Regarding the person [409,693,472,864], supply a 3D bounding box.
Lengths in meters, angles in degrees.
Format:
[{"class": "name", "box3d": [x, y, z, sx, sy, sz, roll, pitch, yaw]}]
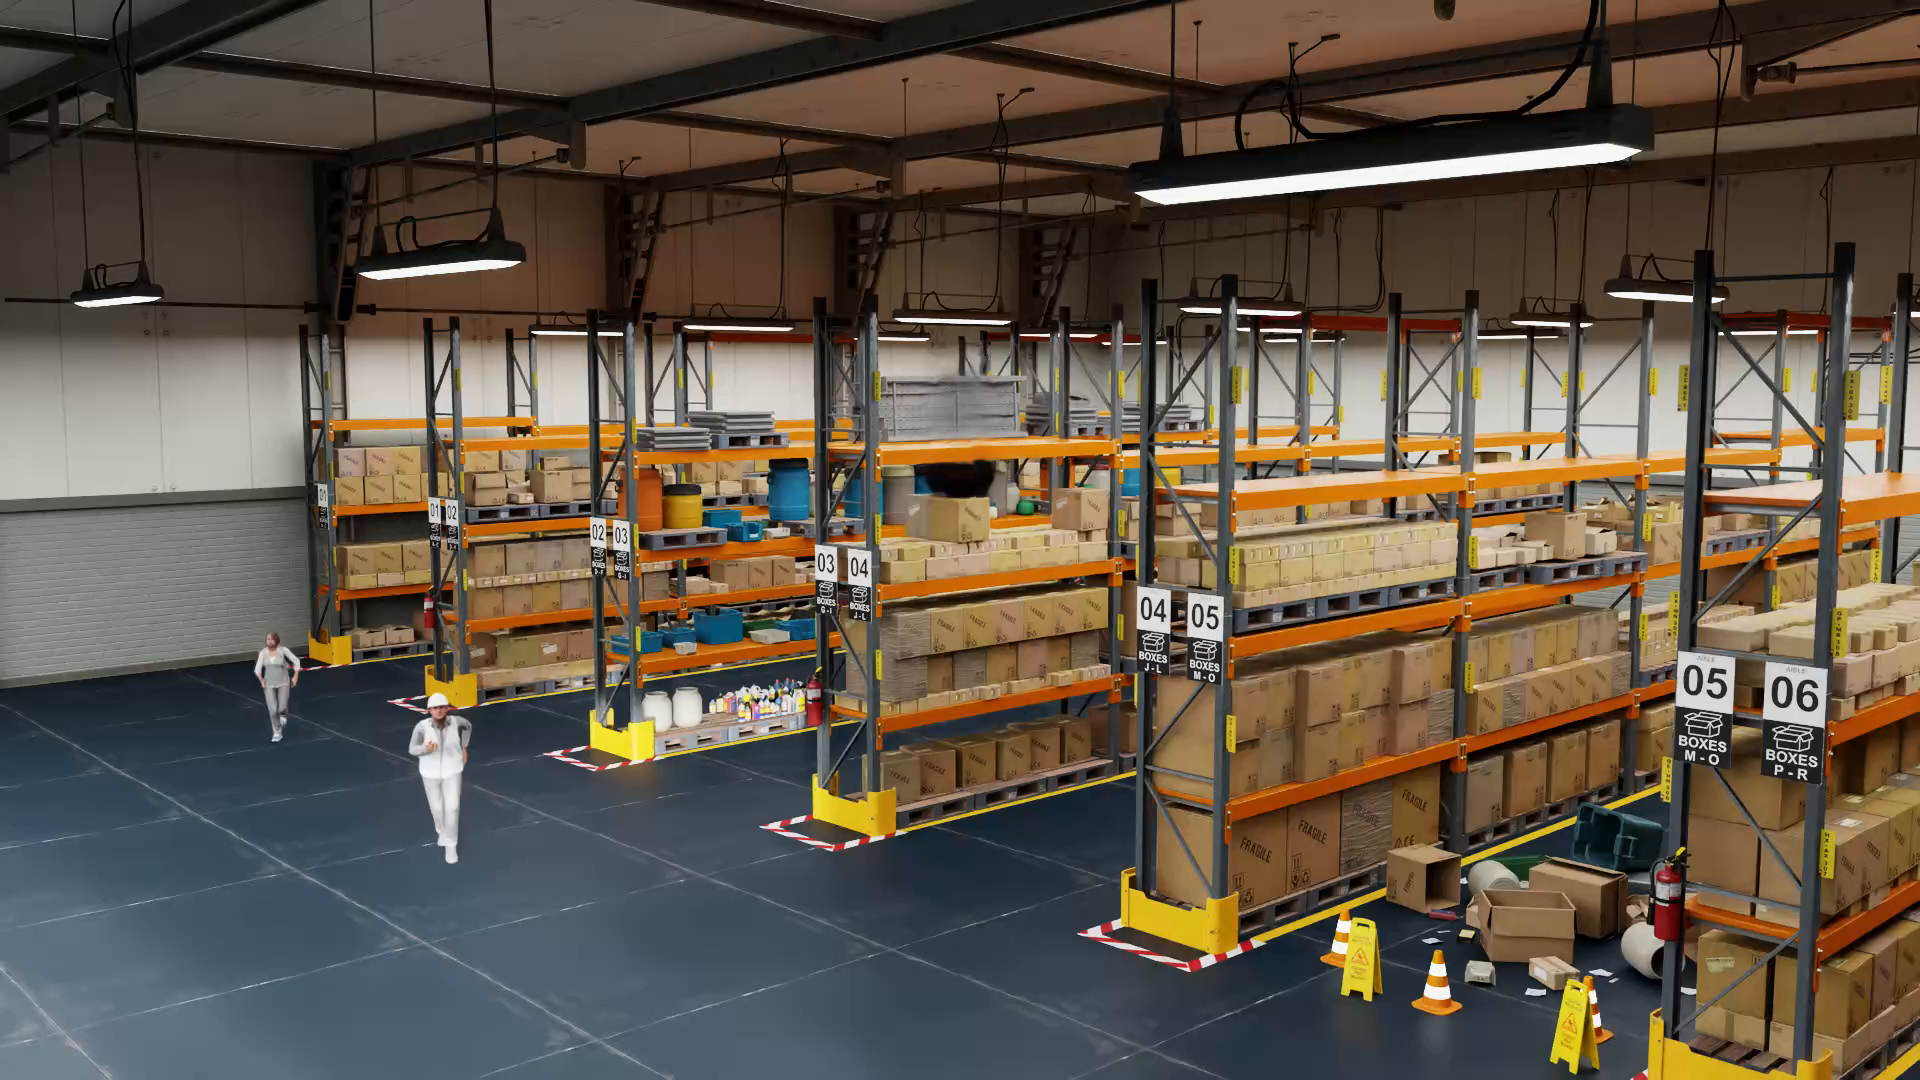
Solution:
[{"class": "person", "box3d": [-5.524, 2.517, 17.729, 0.638, 1.843, 0.857, -2, 6, -15]}]

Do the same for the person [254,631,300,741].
[{"class": "person", "box3d": [-9.551, 2.058, 23.261, 0.575, 1.538, 0.605, -1, 6, -12]}]
